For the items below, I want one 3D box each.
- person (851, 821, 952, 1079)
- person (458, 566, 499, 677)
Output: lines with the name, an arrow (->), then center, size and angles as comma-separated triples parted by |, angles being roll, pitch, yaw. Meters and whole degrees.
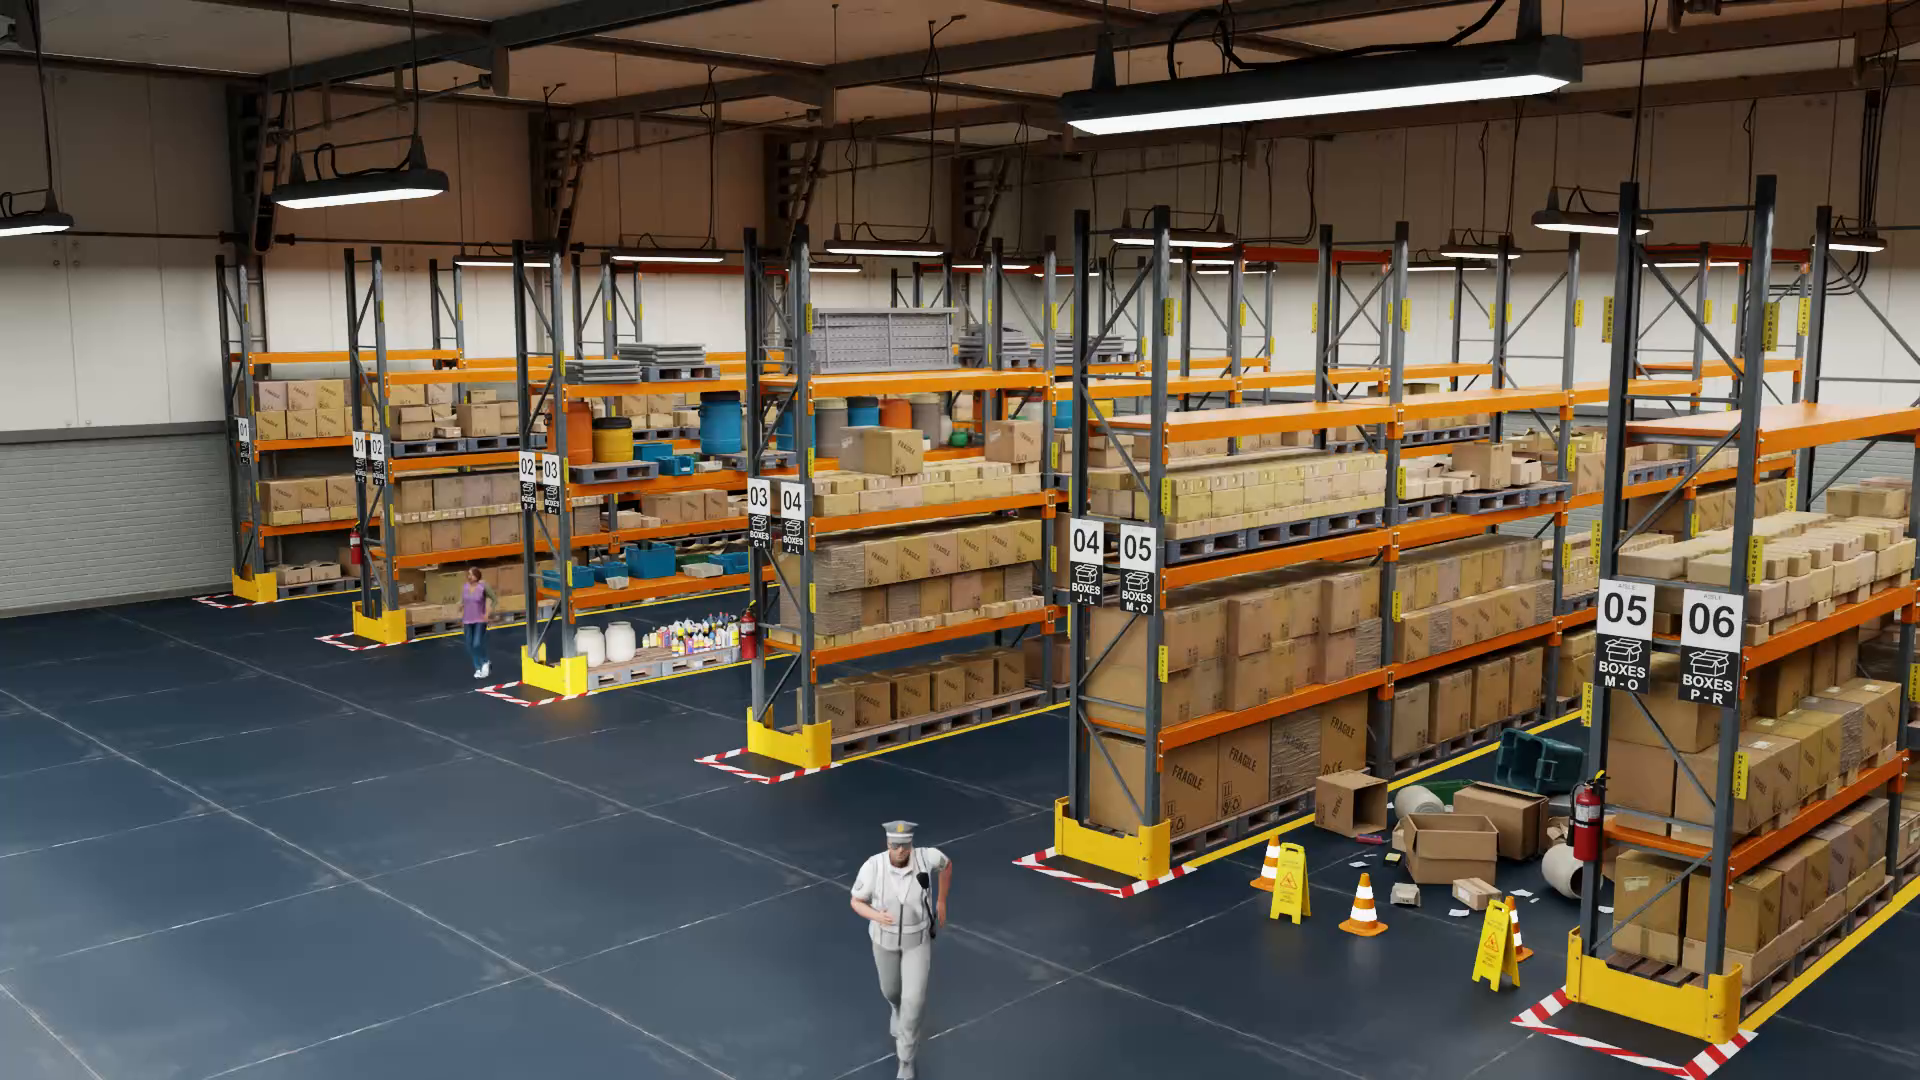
person -> -0.394, 2.736, 11.339 | 0.677, 1.833, 0.936 | 0, 8, 0
person -> -6.678, 1.147, 22.881 | 0.521, 1.560, 0.564 | 1, 8, 9
